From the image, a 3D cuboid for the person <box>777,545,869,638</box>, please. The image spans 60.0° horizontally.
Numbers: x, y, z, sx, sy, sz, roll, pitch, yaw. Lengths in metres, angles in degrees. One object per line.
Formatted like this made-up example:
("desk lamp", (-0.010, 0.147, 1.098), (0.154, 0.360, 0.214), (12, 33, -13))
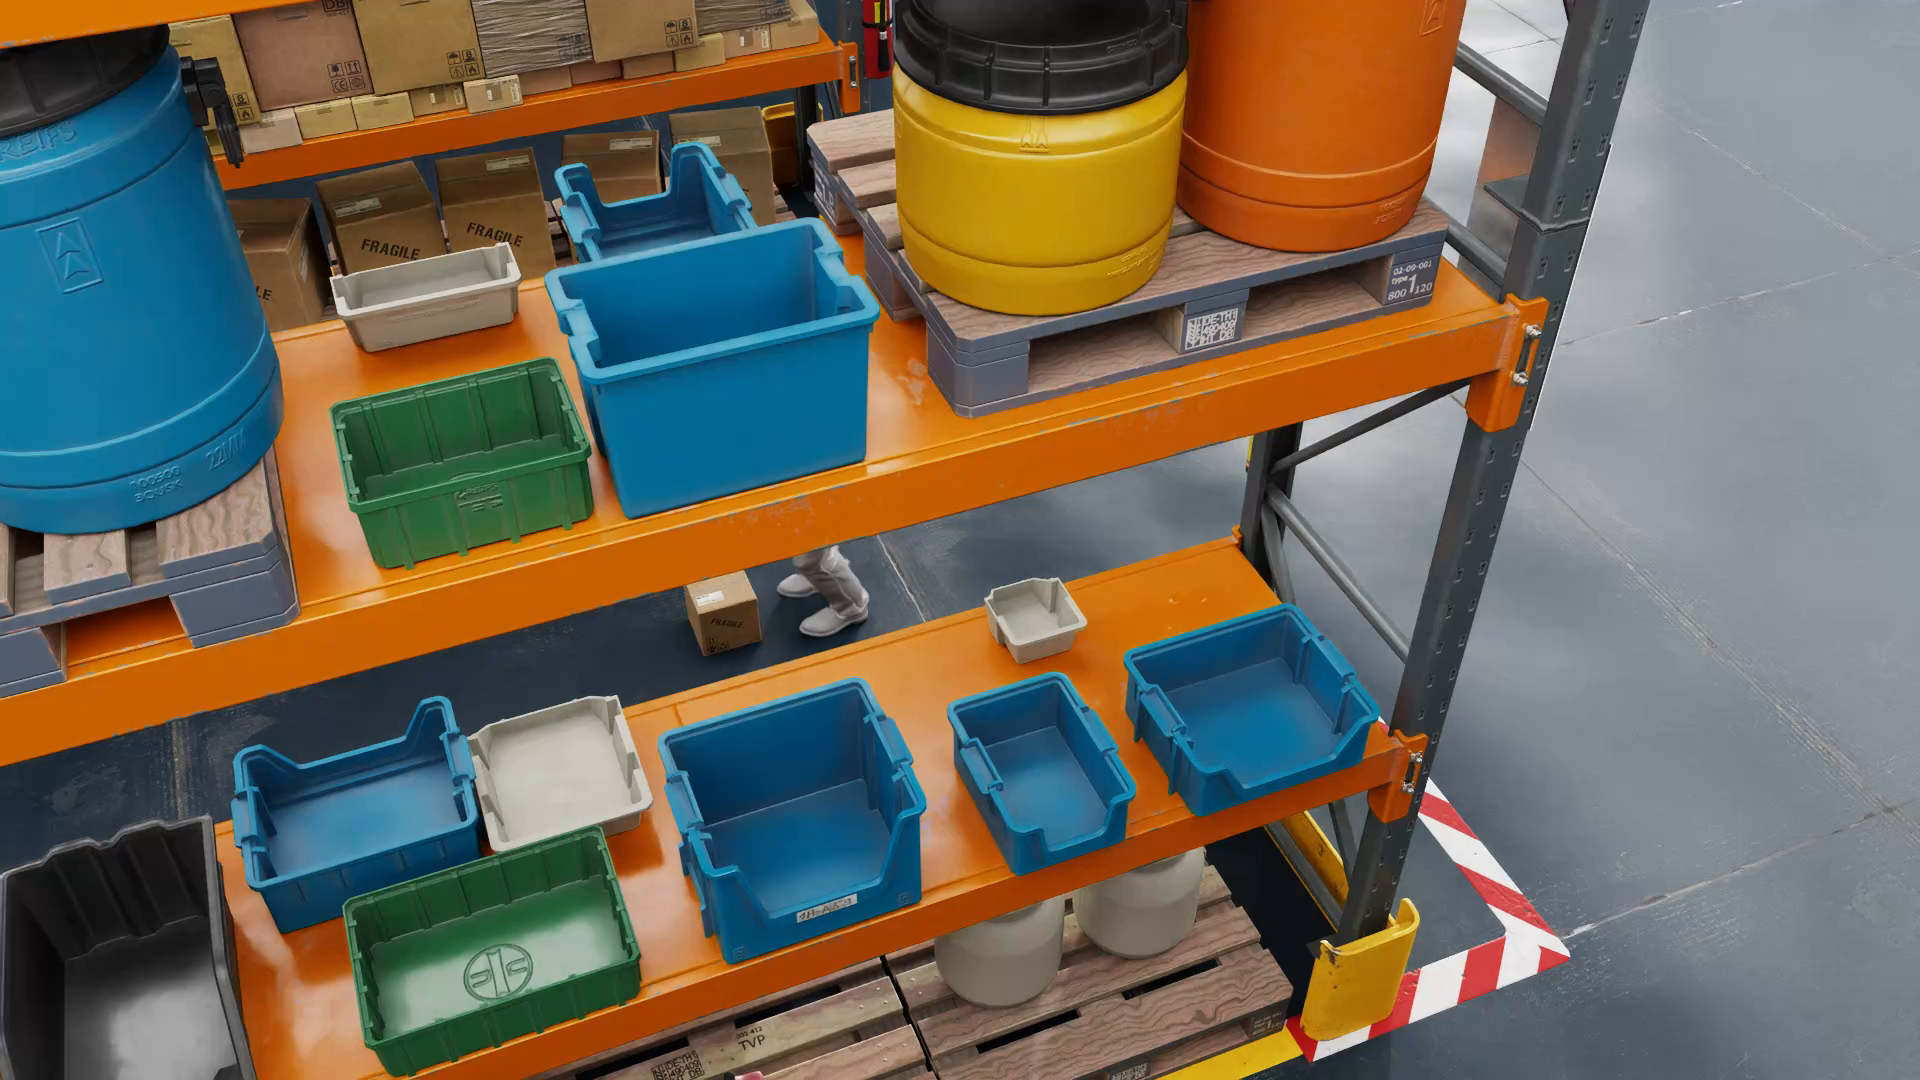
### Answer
("person", (-0.587, -0.299, 6.597), (0.599, 1.614, 0.616), (-15, 44, -16))
